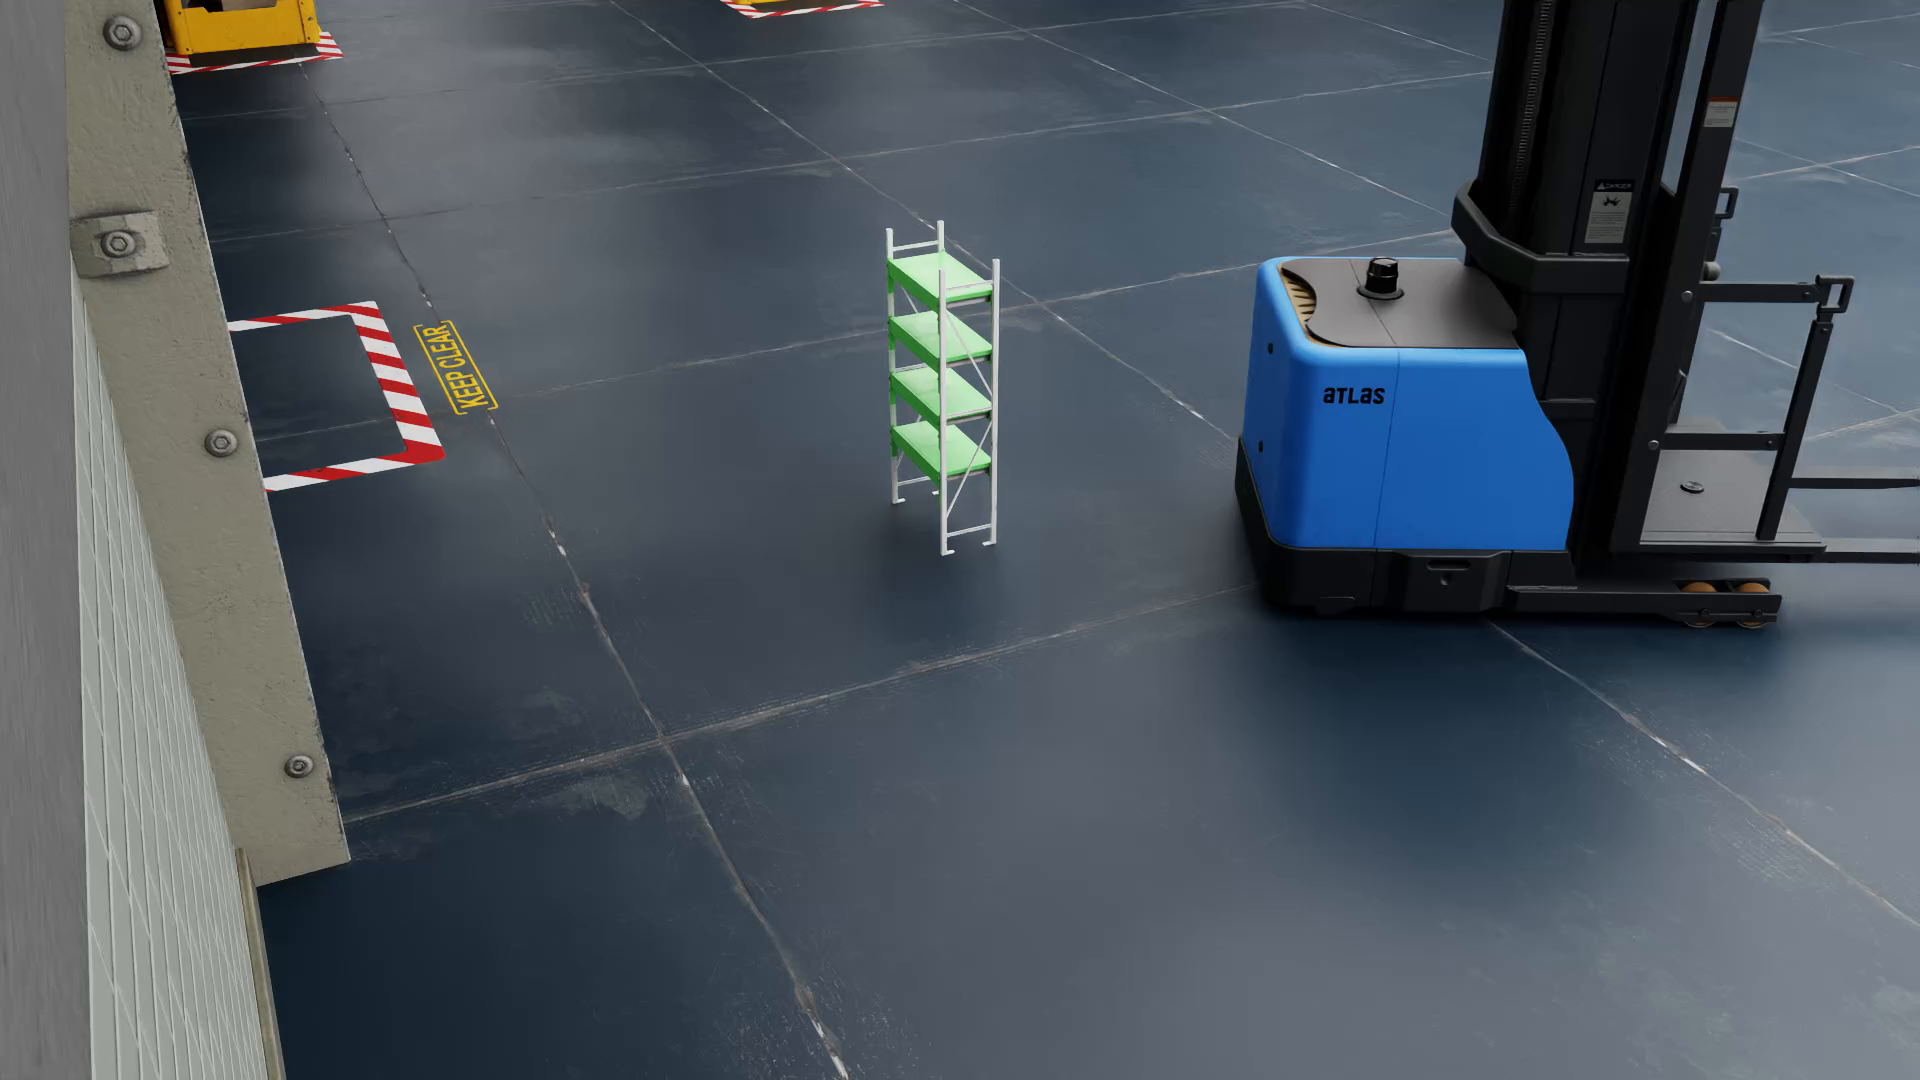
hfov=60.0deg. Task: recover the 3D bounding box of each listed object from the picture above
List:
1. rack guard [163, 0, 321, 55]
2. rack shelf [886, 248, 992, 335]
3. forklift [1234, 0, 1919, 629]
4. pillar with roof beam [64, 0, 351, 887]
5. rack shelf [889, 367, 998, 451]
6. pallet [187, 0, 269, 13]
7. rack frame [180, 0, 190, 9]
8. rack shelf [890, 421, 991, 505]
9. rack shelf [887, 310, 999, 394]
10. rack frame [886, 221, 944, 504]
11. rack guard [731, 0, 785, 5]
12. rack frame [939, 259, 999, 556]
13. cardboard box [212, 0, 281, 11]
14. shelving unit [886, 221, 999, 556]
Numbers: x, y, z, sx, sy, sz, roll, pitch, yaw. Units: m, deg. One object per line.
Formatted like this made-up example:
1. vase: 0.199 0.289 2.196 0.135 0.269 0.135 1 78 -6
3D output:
1. rack guard: -6.167 -4.511 14.283 1.175 0.500 0.348 -13 32 -22
2. rack shelf: -0.071 -0.959 6.383 0.258 0.148 0.480 -13 32 -22
3. forklift: 2.661 -1.215 5.919 3.031 2.935 1.130 1 29 1
4. pillar with roof beam: 1.824 -3.915 4.531 9.100 9.000 0.400 -13 32 -22
5. rack shelf: -0.071 -0.541 6.618 0.258 0.148 0.480 -13 32 -22
6. pallet: -6.483 -4.751 15.007 1.003 0.211 1.213 -13 32 -22
7. rack frame: -6.134 -5.568 13.612 1.000 3.000 0.127 -13 32 -22
8. rack shelf: -0.071 -0.331 6.736 0.258 0.148 0.480 -13 32 -22
9. rack shelf: -0.071 -0.750 6.501 0.258 0.148 0.480 -13 32 -22
10. rack frame: -0.176 -0.704 6.779 0.240 1.200 0.015 -13 32 -22
11. rack guard: -1.651 -5.509 16.062 1.175 0.500 0.348 -13 32 -22
12. rack frame: 0.034 -0.489 6.395 0.240 1.200 0.015 -13 32 -22
13. cardboard box: -6.350 -4.911 14.741 0.500 0.311 0.500 -17 33 -28
14. shelving unit: -0.071 -0.596 6.587 0.258 1.200 0.503 -13 32 -22
